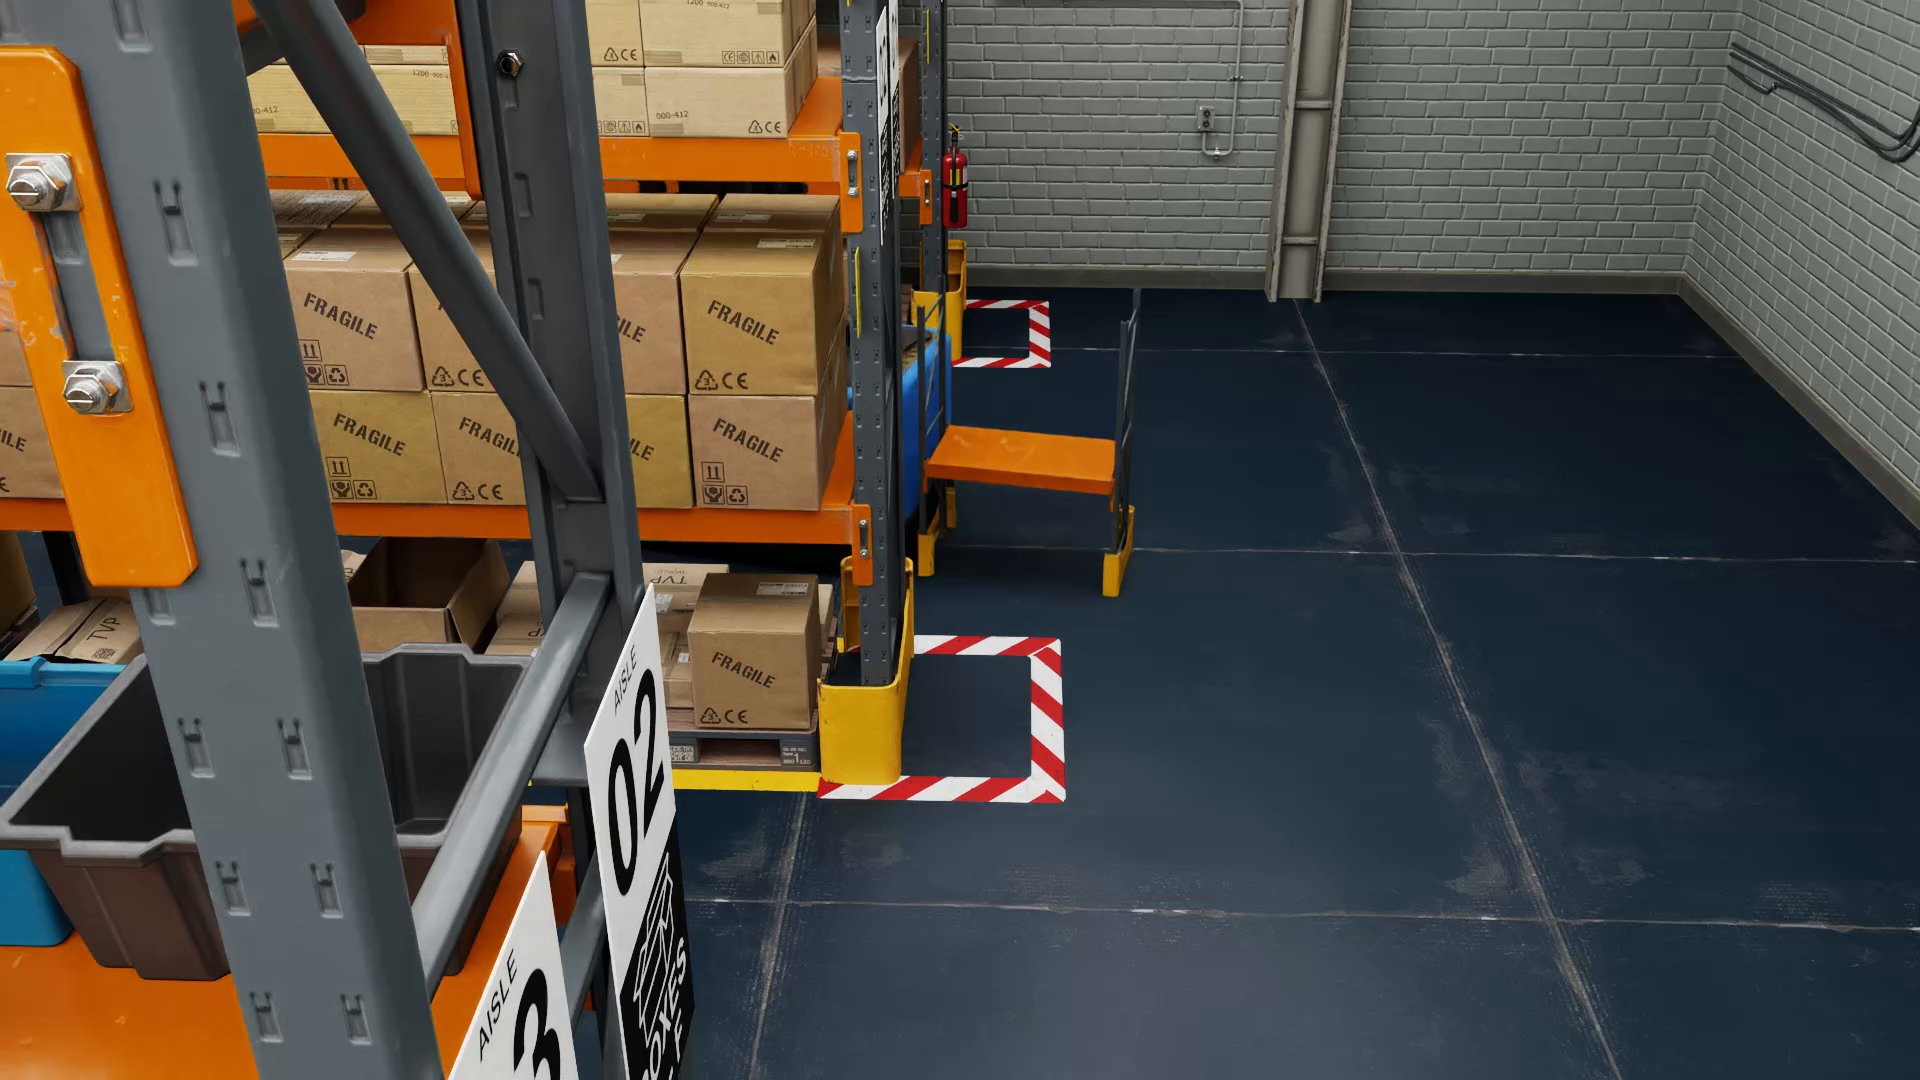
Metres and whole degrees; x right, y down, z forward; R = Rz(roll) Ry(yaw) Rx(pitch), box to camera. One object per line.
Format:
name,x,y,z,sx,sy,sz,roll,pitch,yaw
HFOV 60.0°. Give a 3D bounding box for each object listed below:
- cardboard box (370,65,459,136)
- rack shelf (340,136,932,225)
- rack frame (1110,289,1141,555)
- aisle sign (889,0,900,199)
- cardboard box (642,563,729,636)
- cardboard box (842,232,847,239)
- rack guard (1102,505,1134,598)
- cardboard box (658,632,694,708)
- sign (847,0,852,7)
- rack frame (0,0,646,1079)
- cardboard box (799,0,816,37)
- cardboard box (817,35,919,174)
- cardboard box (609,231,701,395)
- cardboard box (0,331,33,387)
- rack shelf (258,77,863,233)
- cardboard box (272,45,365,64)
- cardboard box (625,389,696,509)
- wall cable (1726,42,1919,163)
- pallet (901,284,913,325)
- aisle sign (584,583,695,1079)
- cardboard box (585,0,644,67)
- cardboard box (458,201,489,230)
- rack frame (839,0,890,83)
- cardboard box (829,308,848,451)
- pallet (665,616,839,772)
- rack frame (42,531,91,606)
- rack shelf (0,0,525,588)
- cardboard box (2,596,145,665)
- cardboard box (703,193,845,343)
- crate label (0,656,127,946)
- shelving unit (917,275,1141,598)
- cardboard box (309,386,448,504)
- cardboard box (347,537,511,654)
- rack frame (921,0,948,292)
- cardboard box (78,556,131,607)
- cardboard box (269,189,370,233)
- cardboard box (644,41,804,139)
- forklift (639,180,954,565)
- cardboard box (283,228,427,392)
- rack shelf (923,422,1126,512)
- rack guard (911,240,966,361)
cardboard box,-1.863,-1.692,6.196,0.500,0.250,0.500,1,28,2
rack shelf,-2.168,-2.566,11.656,4.000,0.370,1.077,1,28,2
rack frame,0.848,-0.497,8.587,0.032,1.500,0.500,6,29,11
aisle sign,-0.262,-1.817,6.700,0.004,0.787,0.394,1,28,2
cardboard box,-1.374,0.338,7.875,0.500,0.250,0.500,1,28,2
cardboard box,-0.741,-2.275,11.867,0.250,0.149,0.380,1,28,2
rack guard,0.847,0.055,8.880,0.087,0.250,0.587,6,29,11
cardboard box,-1.294,0.583,7.503,0.250,0.166,0.380,1,28,2
sign,-0.380,-1.989,5.652,0.005,0.325,0.100,1,28,2
rack frame,-0.519,-0.864,1.273,0.127,3.000,1.000,1,28,2
cardboard box,-0.845,-2.142,6.513,0.500,0.250,0.500,1,28,2
cardboard box,-0.680,-2.987,11.362,0.700,0.700,0.980,2,28,4
cardboard box,-1.300,-0.905,6.580,0.500,0.500,0.500,2,28,3
cardboard box,-3.877,-0.945,6.655,0.500,0.500,0.500,2,28,3
rack shelf,-2.339,-1.573,6.580,4.000,0.370,1.077,1,28,2
cardboard box,-2.362,-1.925,6.102,0.500,0.250,0.500,1,28,2
cardboard box,-1.317,-0.463,6.815,0.500,0.500,0.500,1,28,2
wall cable,5.470,-3.869,10.256,0.112,2.526,3.097,1,28,2
pallet,-0.971,-1.595,12.034,1.213,0.211,1.003,1,28,2
aisle sign,-0.437,0.500,2.329,0.004,0.787,0.394,1,28,2
cardboard box,-1.363,-1.909,6.073,0.500,0.250,0.500,1,28,2
cardboard box,-1.797,-1.165,7.070,0.500,0.500,0.500,1,28,3
rack frame,-0.341,-3.183,5.646,0.127,3.000,1.000,1,28,2
cardboard box,-0.775,-0.707,7.275,0.500,0.500,0.500,2,28,3
pallet,-1.213,0.686,7.731,1.213,0.211,1.003,1,28,2
rack frame,-4.338,-0.598,7.176,0.127,3.000,1.000,1,28,2
rack shelf,-2.518,-0.403,1.597,4.000,0.370,1.077,1,28,2
cardboard box,-3.926,0.503,7.499,0.500,0.311,0.500,1,28,2
cardboard box,-0.775,-1.149,7.040,0.500,0.500,0.500,2,28,3
crate label,-1.430,0.360,2.324,0.502,0.251,0.408,1,28,2
shelving unit,0.361,-0.549,8.685,1.083,1.500,0.587,6,29,11
cardboard box,-2.318,-0.482,6.851,0.500,0.500,0.500,1,28,1
cardboard box,-2.460,0.339,7.604,0.637,0.503,0.797,1,28,2
rack frame,-0.170,-2.851,11.425,0.127,3.000,1.000,1,28,2
cardboard box,-3.759,0.188,7.891,0.500,0.500,0.500,1,28,2
cardboard box,-2.808,-1.181,7.102,0.500,0.500,0.500,1,28,2
cardboard box,-0.863,-1.676,6.167,0.500,0.250,0.500,1,28,2
forklift,-1.609,-1.494,8.939,3.031,2.935,1.130,8,29,15
cardboard box,-2.332,-0.920,6.608,0.500,0.500,0.500,2,28,3
rack shelf,0.352,-0.391,8.771,1.000,0.185,0.538,6,29,11
rack guard,-0.146,-1.746,12.010,0.348,0.500,1.175,1,28,2
